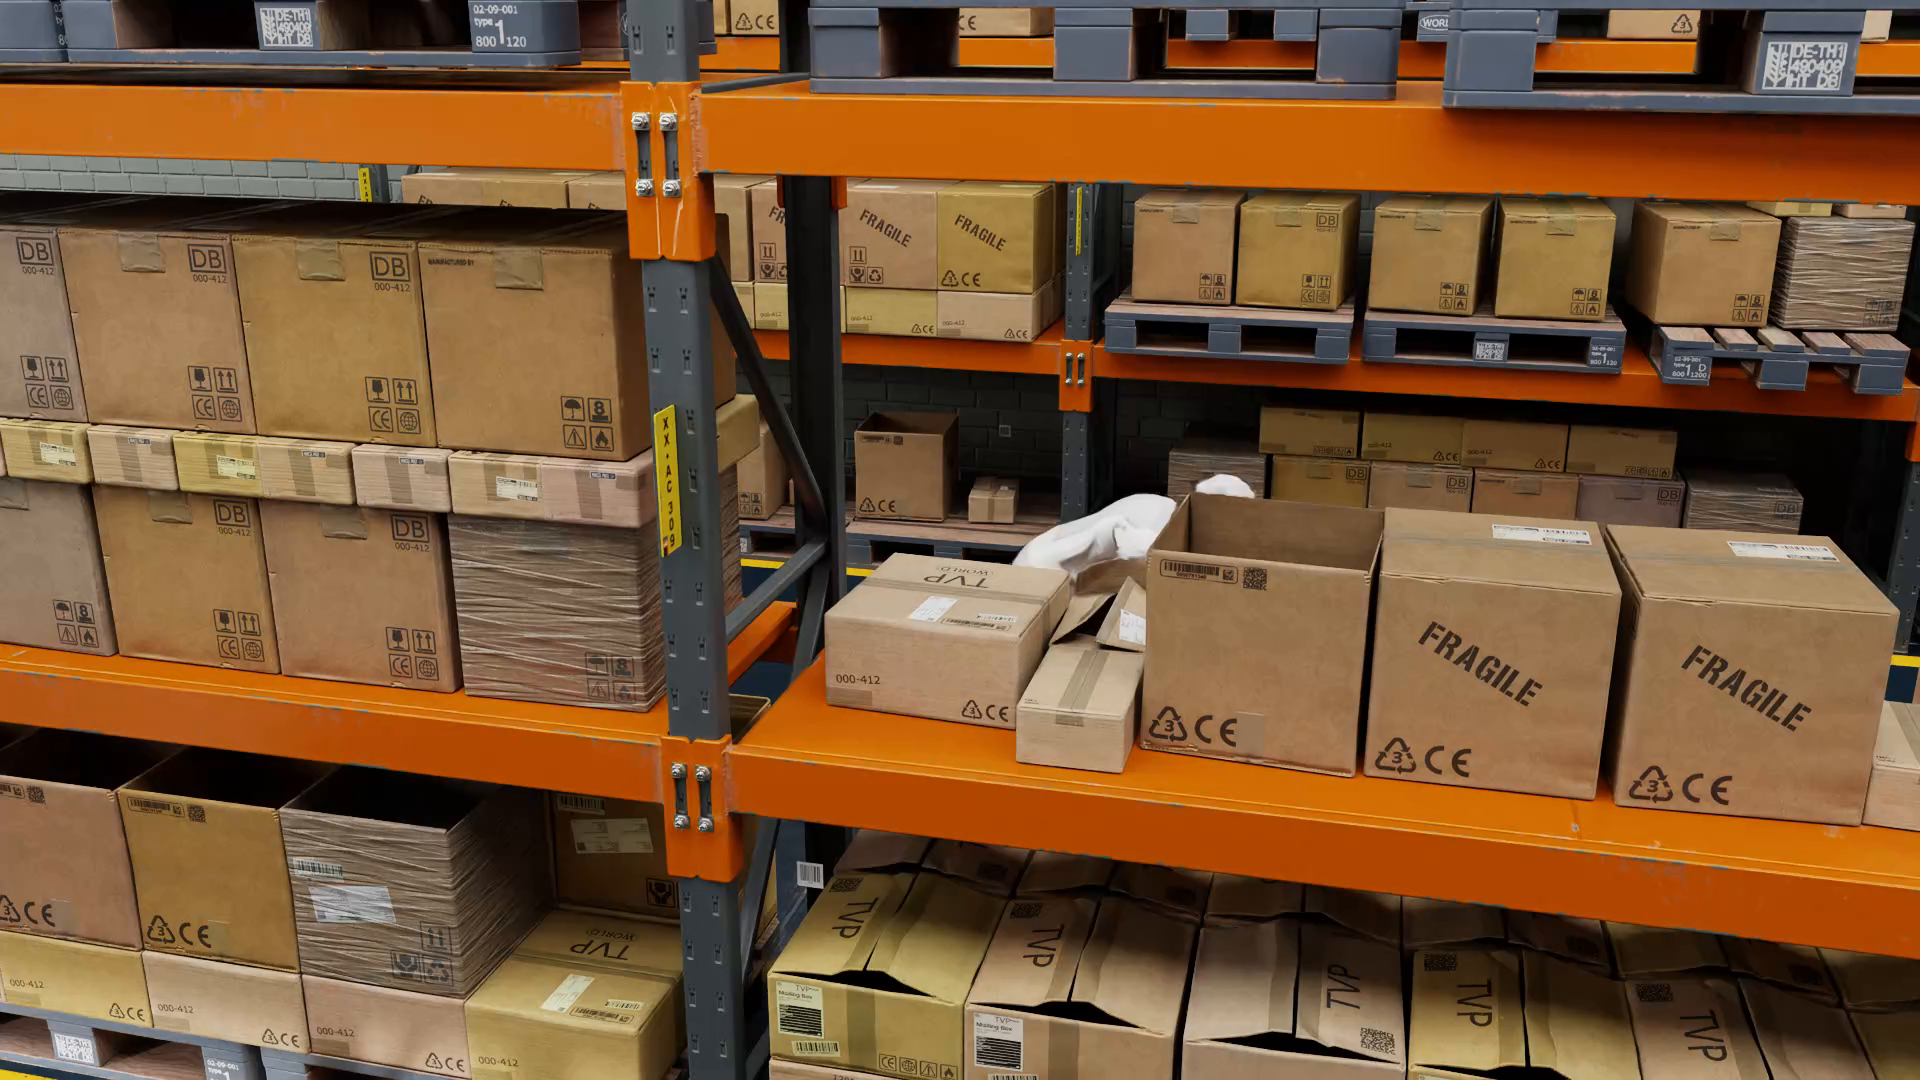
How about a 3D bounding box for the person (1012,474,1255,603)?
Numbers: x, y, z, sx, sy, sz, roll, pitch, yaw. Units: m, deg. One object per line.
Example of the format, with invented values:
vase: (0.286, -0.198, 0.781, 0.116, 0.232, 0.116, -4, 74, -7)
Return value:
person: (0.597, 0.416, 6.109, 0.898, 1.404, 0.473, 4, 19, 12)
